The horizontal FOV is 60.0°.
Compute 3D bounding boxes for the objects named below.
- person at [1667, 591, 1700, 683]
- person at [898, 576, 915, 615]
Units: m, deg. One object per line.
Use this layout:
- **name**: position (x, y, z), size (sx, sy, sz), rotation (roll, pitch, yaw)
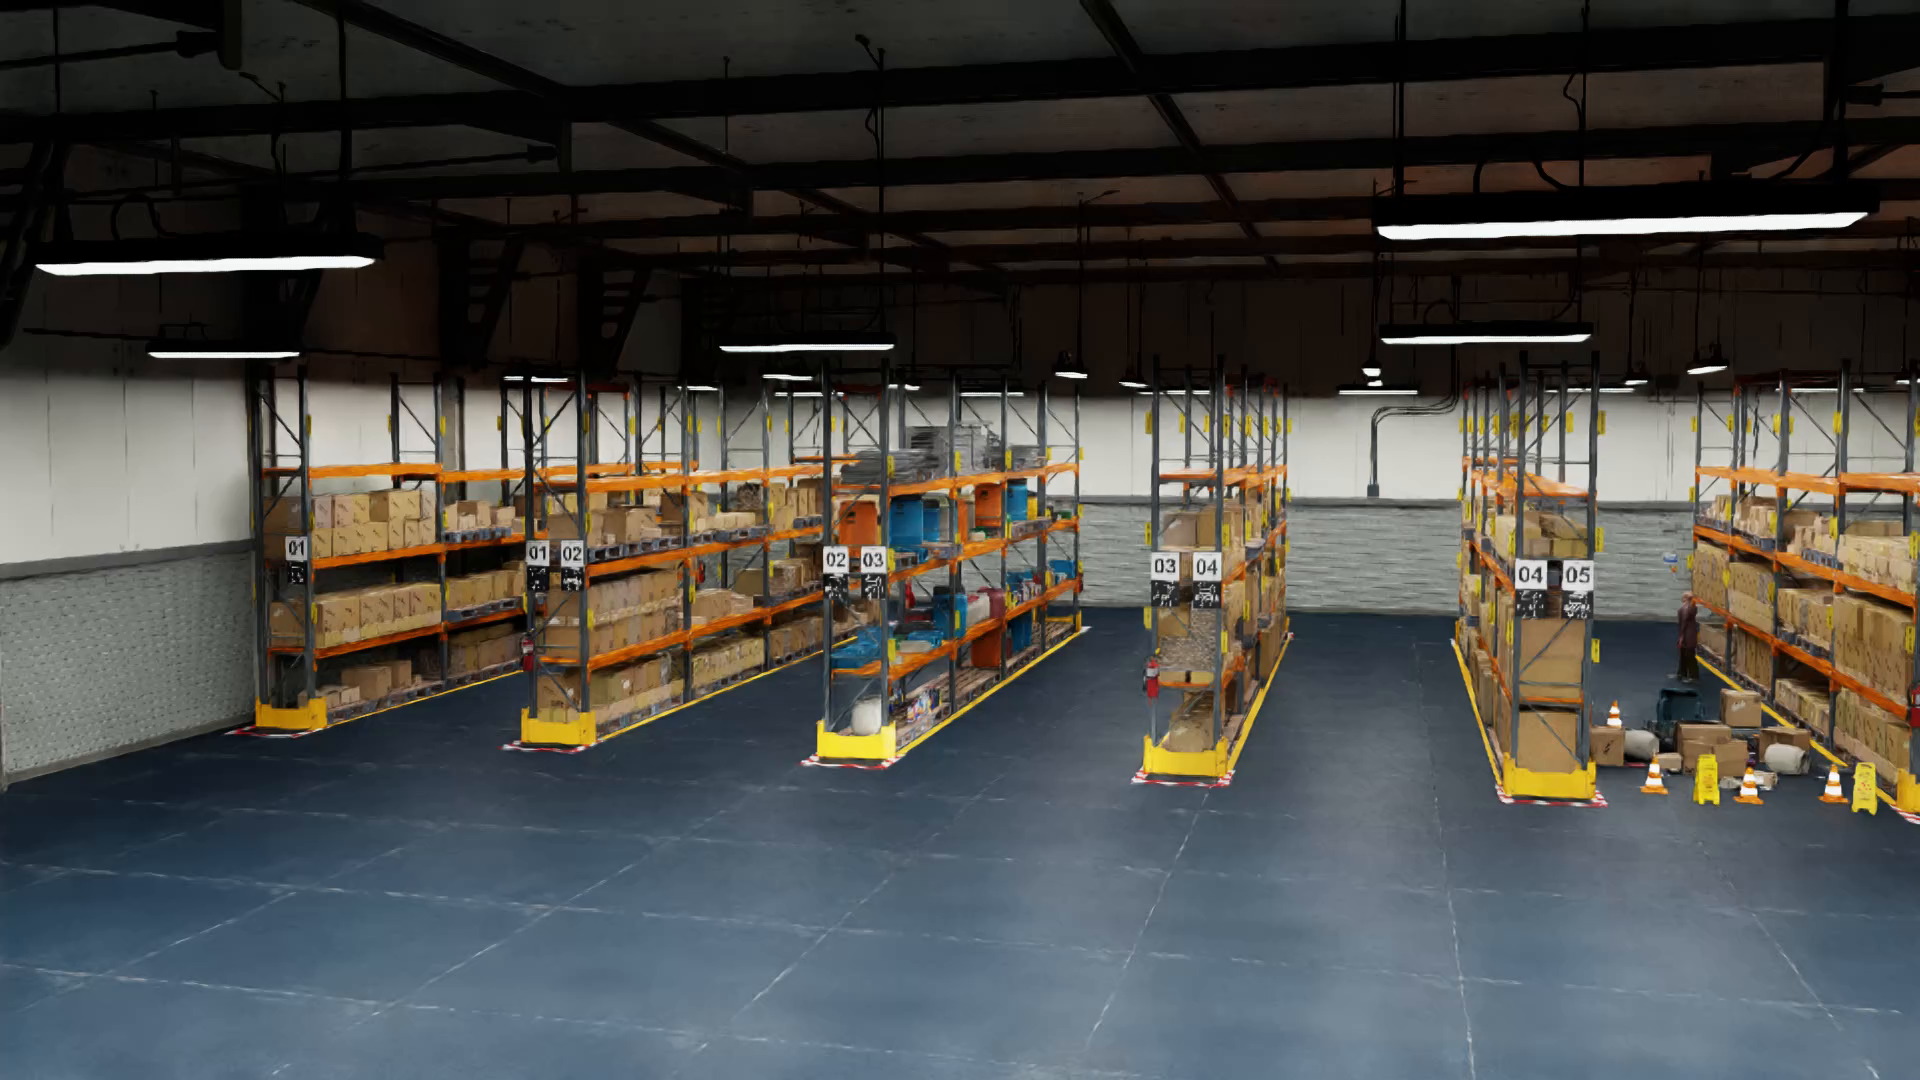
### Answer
- **person**: position (14.115, 1.866, 32.380), size (0.649, 1.772, 0.698), rotation (2, 5, 32)
- **person**: position (-1.137, 1.598, 36.622), size (0.476, 1.738, 0.625), rotation (-1, 4, -10)
